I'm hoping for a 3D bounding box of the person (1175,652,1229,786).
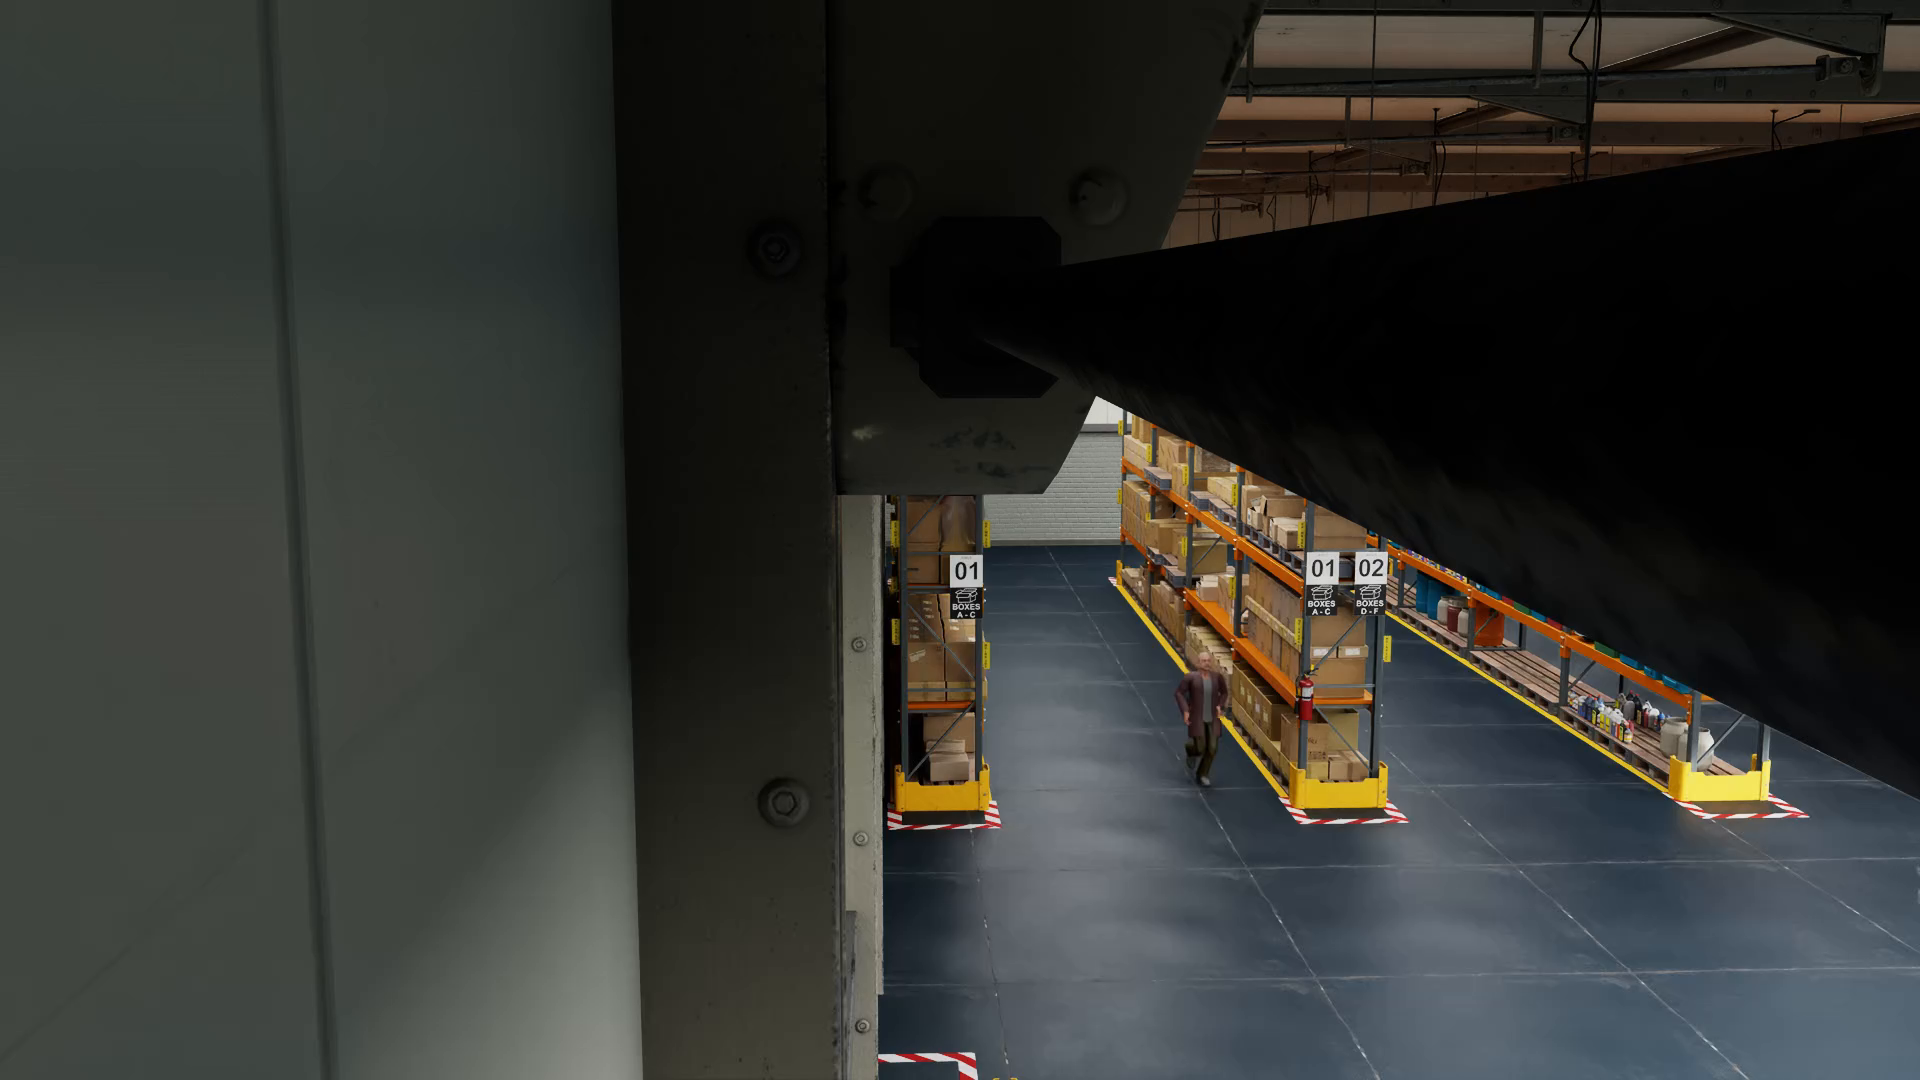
[{"bbox_3d":[3.161,2.306,21.625,0.707,1.722,0.632,-2,9,-10],"label":"person"}]
